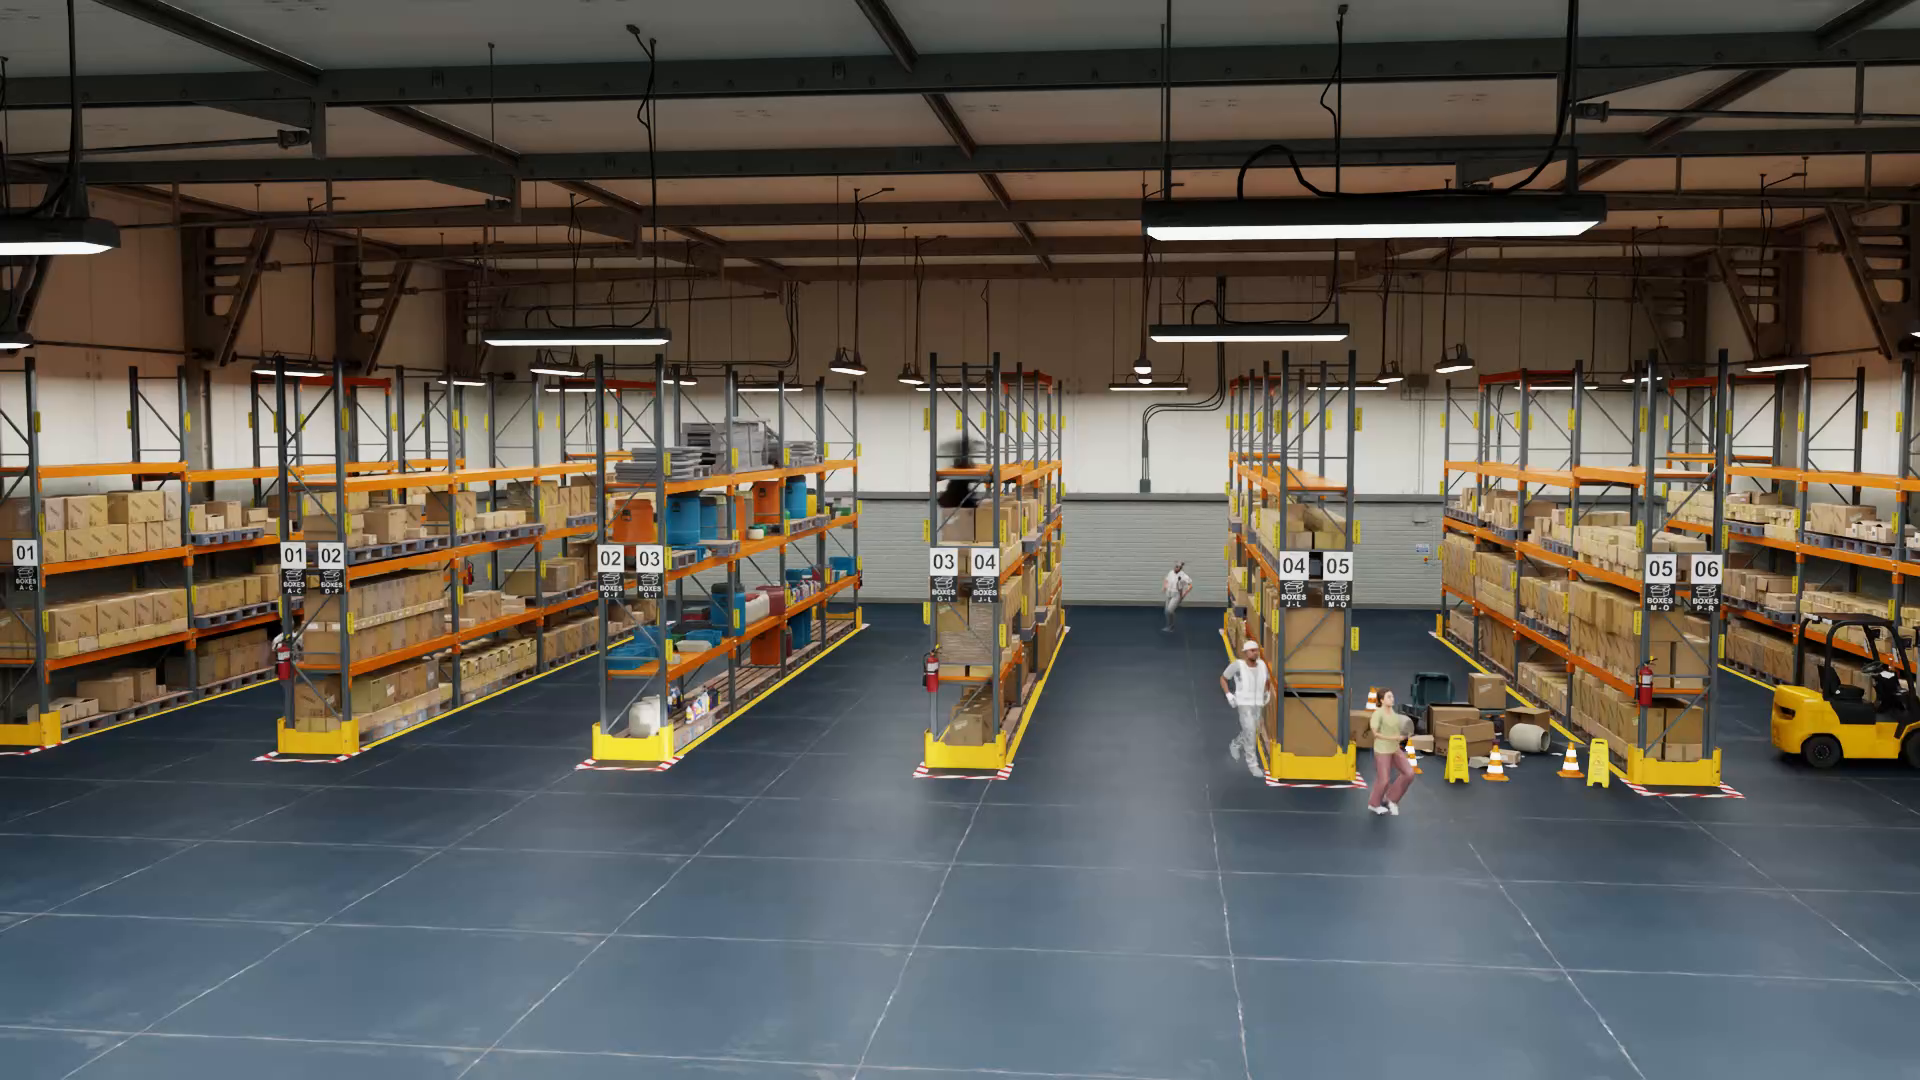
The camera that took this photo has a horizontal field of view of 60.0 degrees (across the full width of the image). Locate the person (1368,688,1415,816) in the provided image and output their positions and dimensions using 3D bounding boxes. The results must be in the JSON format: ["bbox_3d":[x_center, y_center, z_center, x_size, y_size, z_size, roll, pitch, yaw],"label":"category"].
[{"bbox_3d":[5.414,2.682,21.071,0.555,1.638,0.640,-3,5,-33],"label":"person"}]

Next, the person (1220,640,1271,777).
[{"bbox_3d":[3.912,2.248,22.594,0.703,1.789,0.929,-2,4,-24],"label":"person"}]

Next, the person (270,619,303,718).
[{"bbox_3d":[-11.356,2.162,28.117,0.587,1.701,0.930,0,4,0],"label":"person"}]

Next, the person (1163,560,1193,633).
[{"bbox_3d":[5.122,1.356,39.561,0.749,1.774,0.601,4,6,43],"label":"person"}]
